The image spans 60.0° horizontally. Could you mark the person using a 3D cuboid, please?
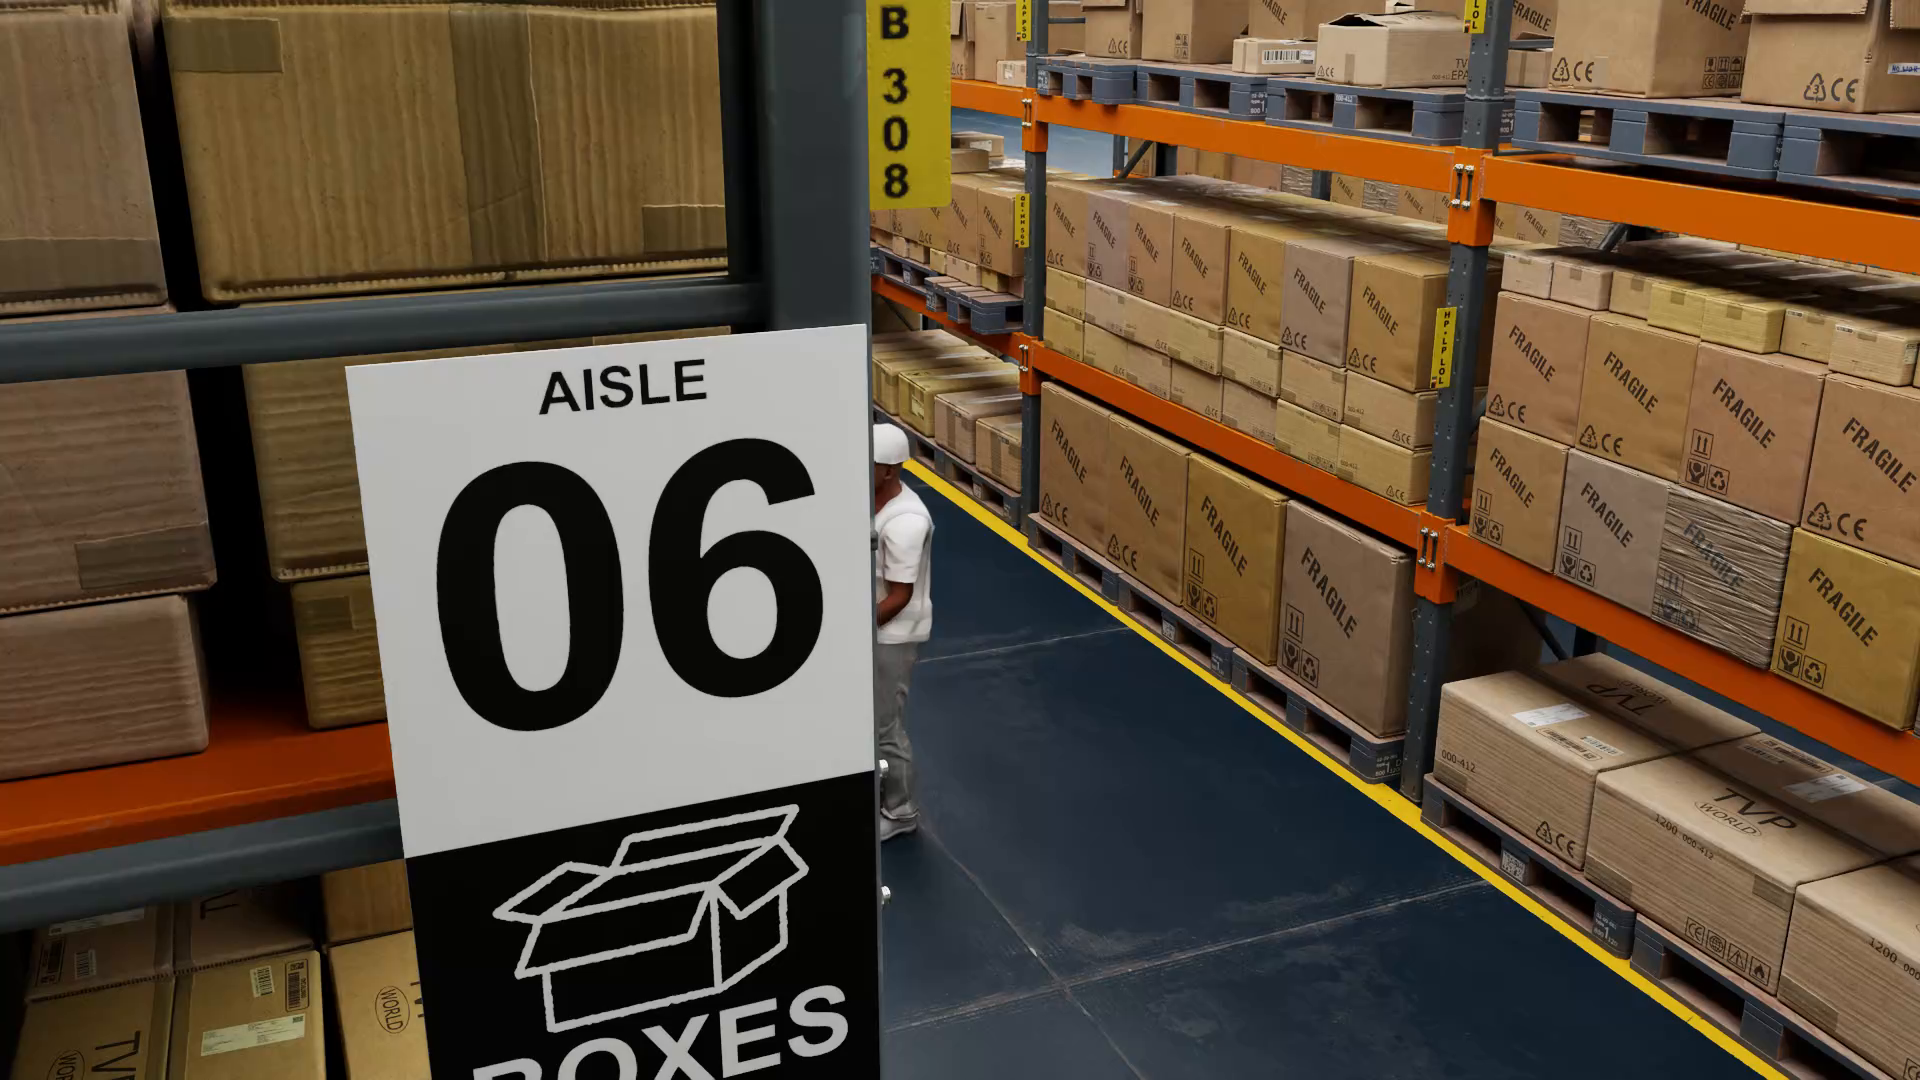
[{"bbox_3d":[-0.378,0.385,6.889,0.509,1.768,0.562,-8,20,-23],"label":"person"}]
